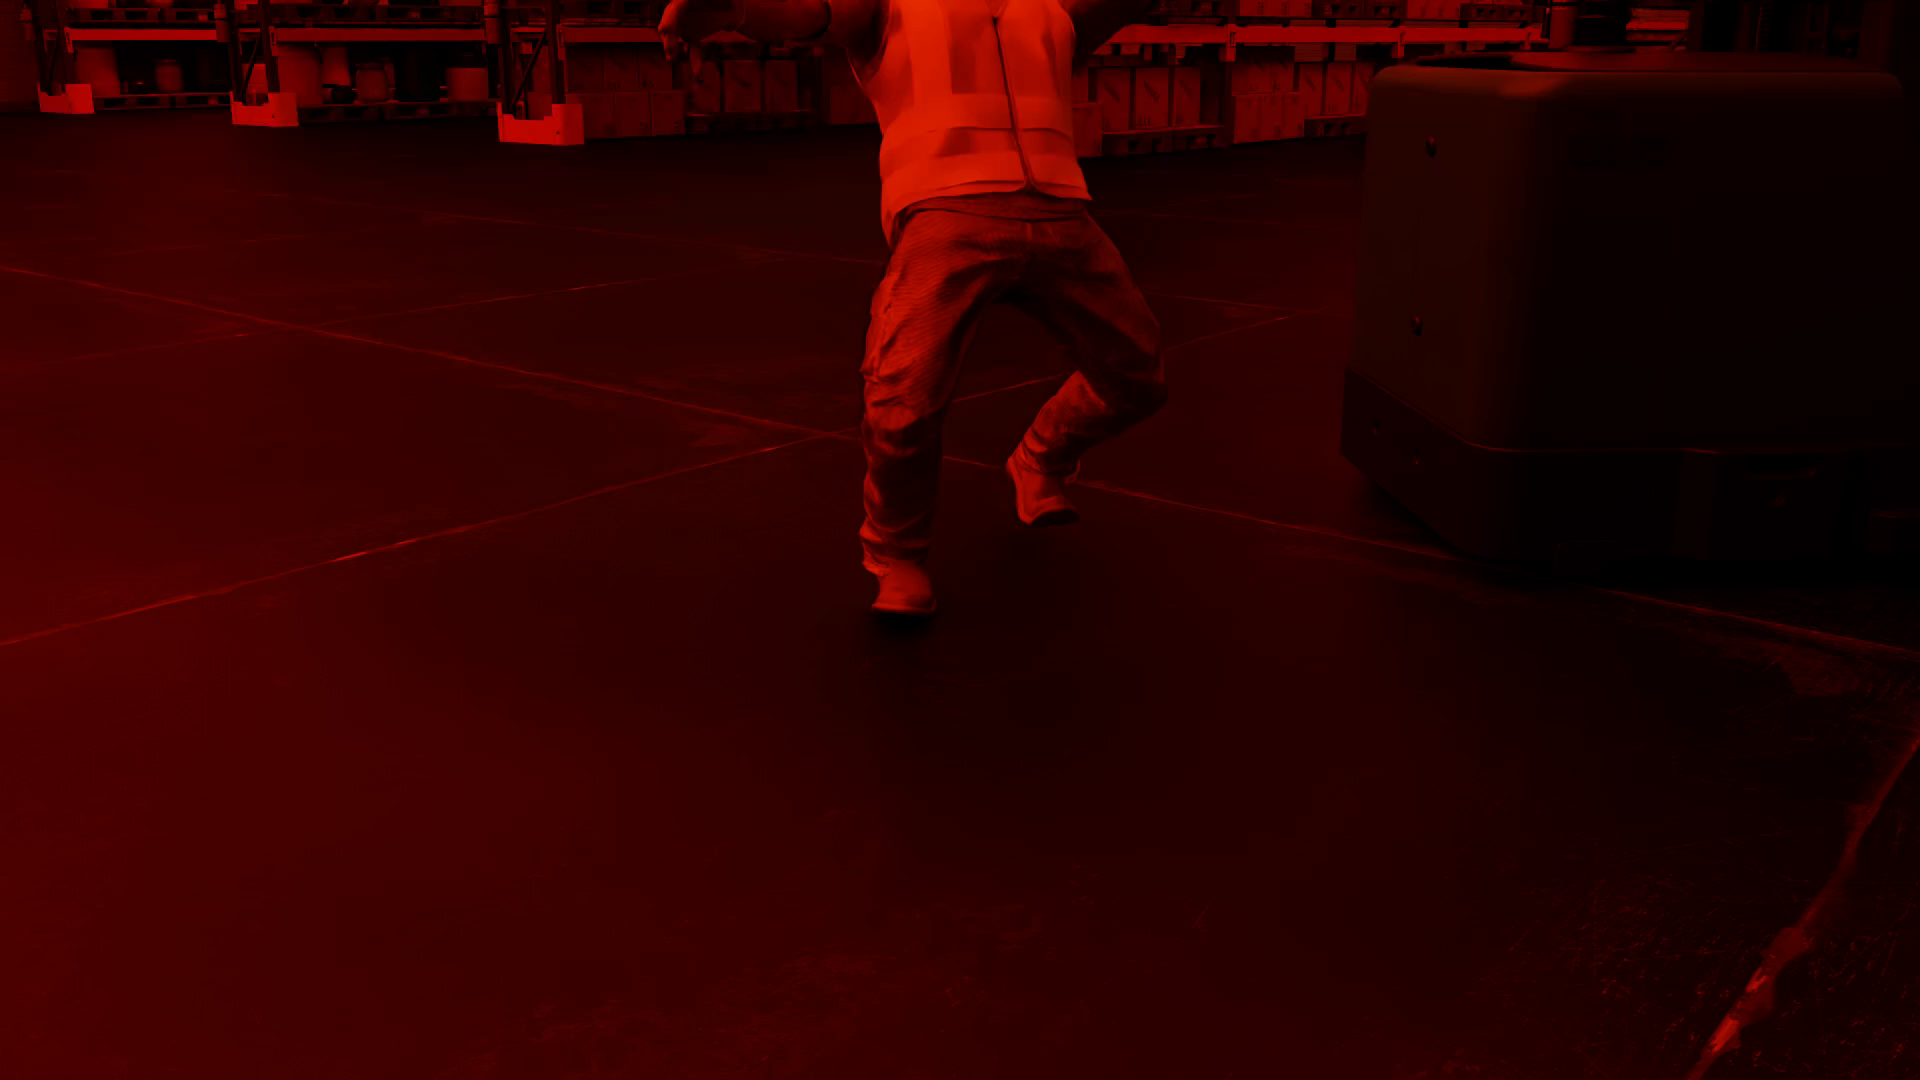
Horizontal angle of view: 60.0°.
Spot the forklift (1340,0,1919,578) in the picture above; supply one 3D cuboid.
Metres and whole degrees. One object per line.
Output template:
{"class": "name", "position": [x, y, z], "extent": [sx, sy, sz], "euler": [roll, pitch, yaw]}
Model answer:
{"class": "forklift", "position": [2.561, -1.473, 3.748], "extent": [3.031, 2.935, 1.130], "euler": [-1, 17, -4]}

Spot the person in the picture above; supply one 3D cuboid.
{"class": "person", "position": [-0.083, -0.618, 3.242], "extent": [1.131, 1.553, 0.746], "euler": [-11, 20, -32]}
